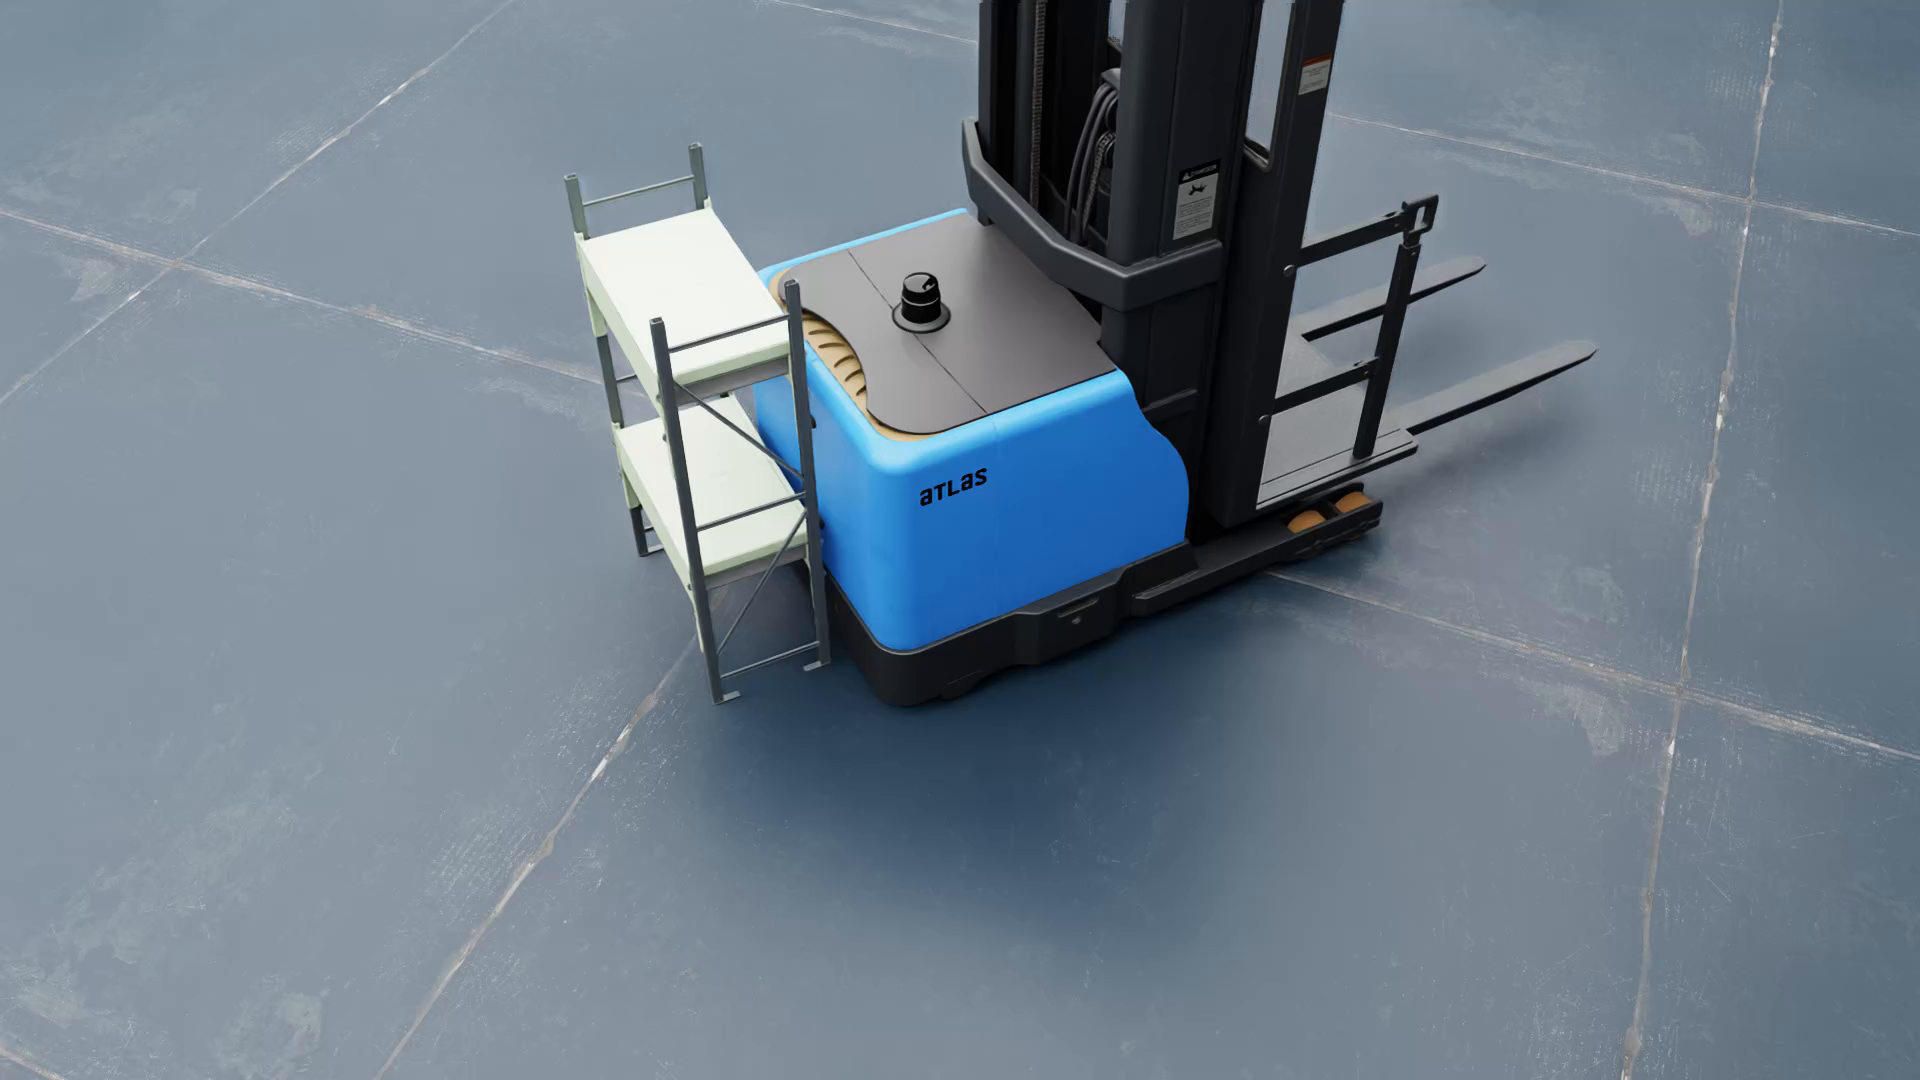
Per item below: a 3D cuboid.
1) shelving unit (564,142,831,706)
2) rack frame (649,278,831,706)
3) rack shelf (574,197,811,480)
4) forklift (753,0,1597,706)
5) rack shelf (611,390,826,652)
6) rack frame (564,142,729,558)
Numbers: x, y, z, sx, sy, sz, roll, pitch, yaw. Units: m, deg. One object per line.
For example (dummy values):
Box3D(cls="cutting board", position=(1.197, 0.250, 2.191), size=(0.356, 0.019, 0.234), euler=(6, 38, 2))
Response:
Box3D(cls="shelving unit", position=(-0.761, -0.310, 4.998), size=(0.431, 1.500, 0.755), euler=(-19, 48, -18))
Box3D(cls="rack frame", position=(-0.599, -0.078, 4.765), size=(0.400, 1.500, 0.023), euler=(-19, 48, -18))
Box3D(cls="rack shelf", position=(-0.761, -0.586, 4.722), size=(0.431, 0.370, 0.720), euler=(-19, 48, -18))
Box3D(cls="forklift", position=(0.868, -1.284, 4.962), size=(3.031, 2.935, 1.130), euler=(-21, 49, -20))
Box3D(cls="rack shelf", position=(-0.761, -0.078, 5.228), size=(0.431, 0.370, 0.720), euler=(-19, 48, -18))
Box3D(cls="rack frame", position=(-0.923, -0.541, 5.230), size=(0.400, 1.500, 0.023), euler=(-19, 48, -18))
